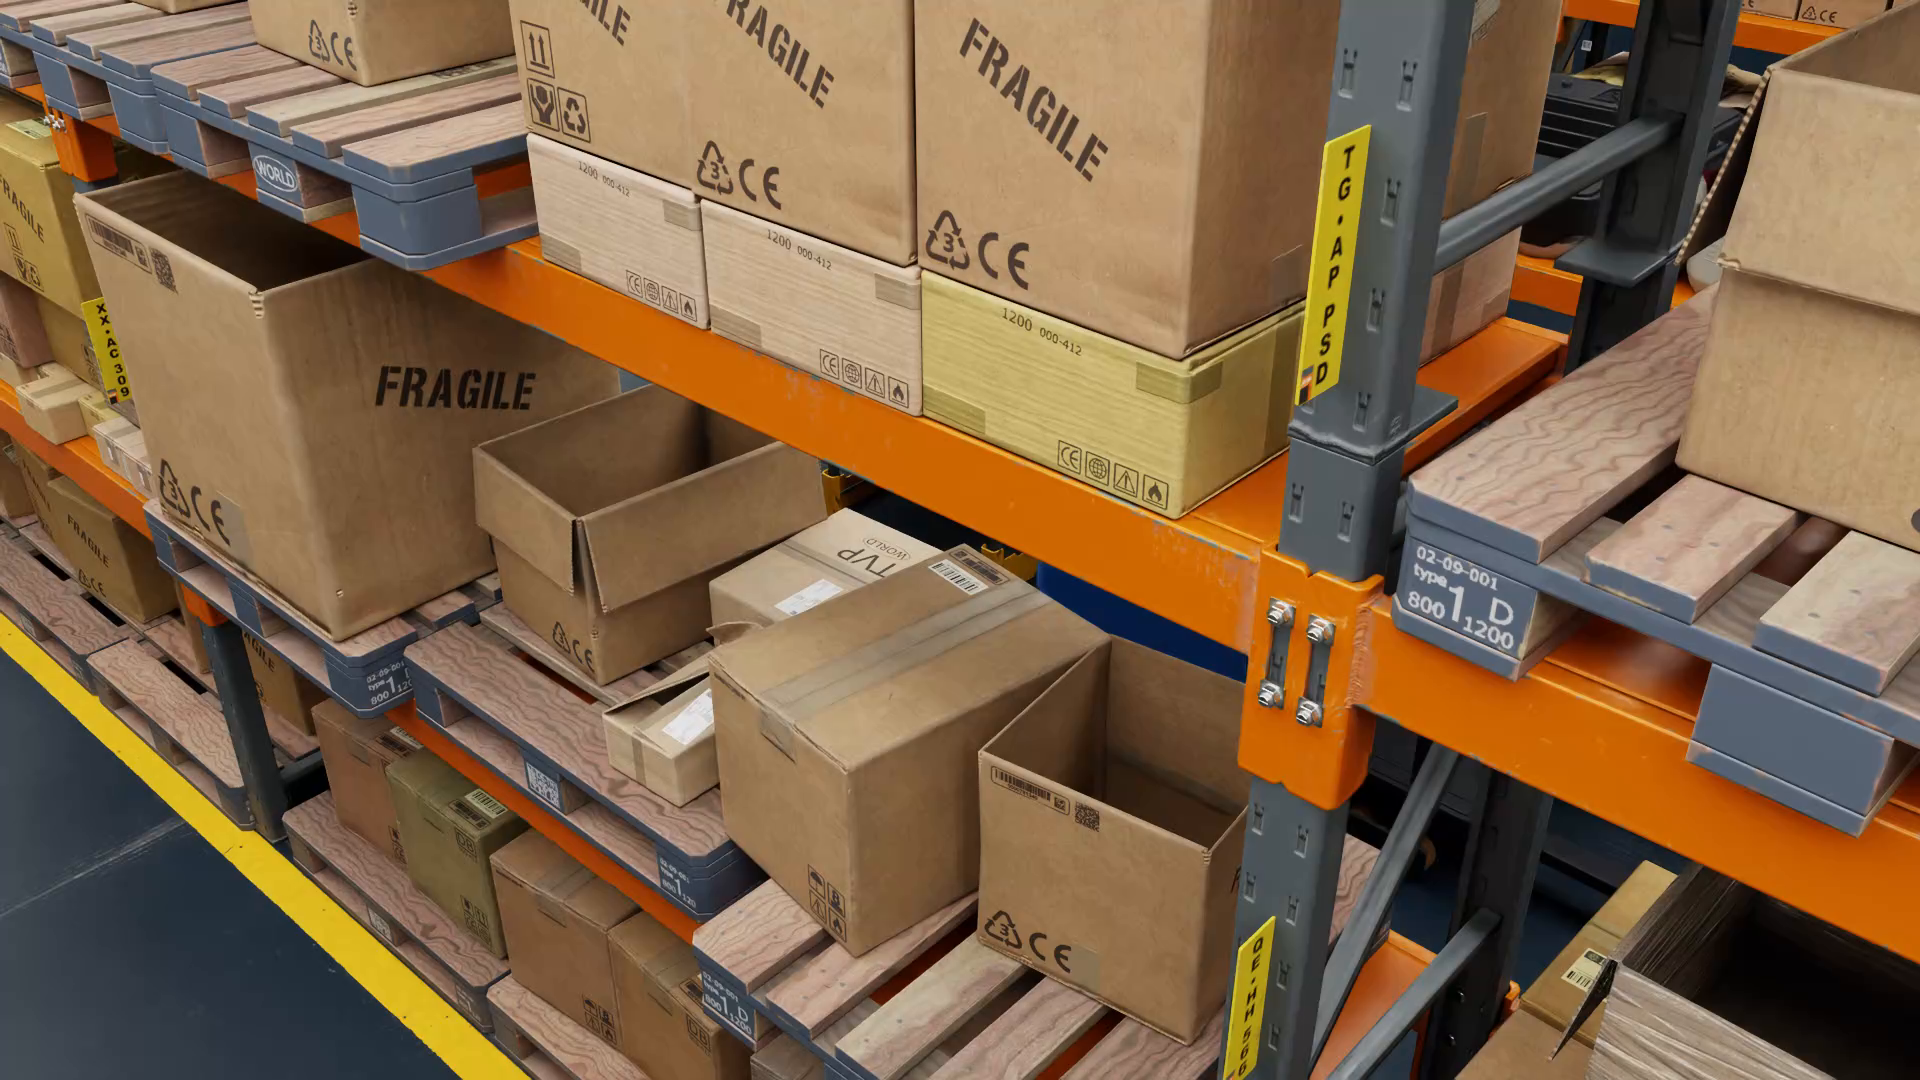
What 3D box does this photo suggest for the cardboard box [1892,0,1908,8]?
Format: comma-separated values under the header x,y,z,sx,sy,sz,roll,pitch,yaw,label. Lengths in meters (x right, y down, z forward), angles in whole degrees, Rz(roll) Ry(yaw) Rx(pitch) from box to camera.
x,y,z,sx,sy,sz,roll,pitch,yaw,label
6.202,-3.424,10.433,0.500,0.500,0.500,23,38,33,cardboard box

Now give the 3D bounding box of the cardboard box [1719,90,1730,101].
x,y,z,sx,sy,sz,roll,pitch,yaw,label
4.998,-3.020,11.573,0.500,0.311,0.500,25,39,35,cardboard box

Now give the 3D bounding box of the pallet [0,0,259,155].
x,y,z,sx,sy,sz,roll,pitch,yaw,label
-1.773,-1.355,4.366,1.003,0.211,1.213,25,39,35,pallet

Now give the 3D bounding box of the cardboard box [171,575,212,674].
x,y,z,sx,sy,sz,roll,pitch,yaw,label
-2.859,0.137,6.630,0.500,0.500,0.500,-16,35,-25,cardboard box

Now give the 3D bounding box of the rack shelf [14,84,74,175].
x,y,z,sx,sy,sz,roll,pitch,yaw,label
-3.642,-2.074,6.075,4.000,0.370,1.077,25,39,35,rack shelf

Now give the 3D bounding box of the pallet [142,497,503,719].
x,y,z,sx,sy,sz,roll,pitch,yaw,label
-1.690,-0.002,5.031,1.213,0.211,1.003,25,39,35,pallet

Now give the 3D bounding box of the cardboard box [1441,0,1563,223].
x,y,z,sx,sy,sz,roll,pitch,yaw,label
0.631,-0.823,2.719,0.500,0.500,0.500,25,39,36,cardboard box

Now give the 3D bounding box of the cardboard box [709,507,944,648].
x,y,z,sx,sy,sz,roll,pitch,yaw,label
-0.282,0.196,4.254,0.500,0.250,0.500,24,38,34,cardboard box

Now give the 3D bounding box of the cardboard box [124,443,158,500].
x,y,z,sx,sy,sz,roll,pitch,yaw,label
-2.516,-0.259,5.515,0.250,0.149,0.380,25,39,35,cardboard box

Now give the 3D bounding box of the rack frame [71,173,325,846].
x,y,z,sx,sy,sz,roll,pitch,yaw,label
-2.159,-0.405,5.514,0.127,3.000,1.000,25,39,35,rack frame

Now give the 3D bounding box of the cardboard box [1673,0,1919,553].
x,y,z,sx,sy,sz,roll,pitch,yaw,label
1.307,-0.346,2.001,0.797,0.503,0.637,-27,40,-37,cardboard box

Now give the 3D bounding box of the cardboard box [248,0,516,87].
x,y,z,sx,sy,sz,roll,pitch,yaw,label
-1.178,-1.388,3.731,0.637,0.503,0.797,27,40,37,cardboard box

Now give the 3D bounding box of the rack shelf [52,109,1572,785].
x,y,z,sx,sy,sz,roll,pitch,yaw,label
-0.676,-0.689,3.776,4.000,0.370,1.077,25,39,35,rack shelf

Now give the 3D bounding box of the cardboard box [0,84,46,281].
x,y,z,sx,sy,sz,roll,pitch,yaw,label
-3.049,-1.226,5.524,0.500,0.500,0.500,25,39,35,cardboard box

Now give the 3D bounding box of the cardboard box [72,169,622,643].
x,y,z,sx,sy,sz,roll,pitch,yaw,label
-1.664,-0.513,4.705,1.000,1.000,1.000,25,39,35,cardboard box

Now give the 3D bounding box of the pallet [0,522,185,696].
x,y,z,sx,sy,sz,roll,pitch,yaw,label
-3.590,0.149,7.298,1.213,0.211,1.003,25,39,35,pallet

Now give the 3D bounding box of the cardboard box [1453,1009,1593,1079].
x,y,z,sx,sy,sz,roll,pitch,yaw,label
0.984,1.209,2.736,0.500,0.500,0.500,26,40,36,cardboard box

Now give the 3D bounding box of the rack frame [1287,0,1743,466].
x,y,z,sx,sy,sz,roll,pitch,yaw,label
0.806,-1.590,1.667,0.127,3.000,1.000,25,39,35,rack frame

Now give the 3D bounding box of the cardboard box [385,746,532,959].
x,y,z,sx,sy,sz,roll,pitch,yaw,label
-1.377,0.871,5.392,0.500,0.500,0.700,25,39,35,cardboard box

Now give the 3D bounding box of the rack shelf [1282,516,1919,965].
x,y,z,sx,sy,sz,roll,pitch,yaw,label
2.289,0.695,1.476,4.000,0.370,1.077,25,39,35,rack shelf

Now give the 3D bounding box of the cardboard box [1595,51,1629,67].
x,y,z,sx,sy,sz,roll,pitch,yaw,label
4.984,-3.403,12.210,0.500,0.311,0.500,25,39,35,cardboard box

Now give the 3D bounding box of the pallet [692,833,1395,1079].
x,y,z,sx,sy,sz,roll,pitch,yaw,label
0.207,0.856,3.606,1.003,0.211,1.213,25,39,35,pallet

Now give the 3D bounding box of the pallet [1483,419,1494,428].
x,y,z,sx,sy,sz,roll,pitch,yaw,label
2.681,-0.425,8.251,1.213,0.211,1.003,25,39,35,pallet

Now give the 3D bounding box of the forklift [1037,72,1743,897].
x,y,z,sx,sy,sz,roll,pitch,yaw,label
1.709,-0.388,5.552,3.031,2.935,1.130,26,40,36,forklift

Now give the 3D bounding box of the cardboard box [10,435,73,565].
x,y,z,sx,sy,sz,roll,pitch,yaw,label
-3.756,-0.258,7.286,0.500,0.500,0.500,-25,39,-35,cardboard box

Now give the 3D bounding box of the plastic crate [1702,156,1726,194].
x,y,z,sx,sy,sz,roll,pitch,yaw,label
3.137,-1.618,7.467,0.583,0.464,0.402,25,39,35,plastic crate

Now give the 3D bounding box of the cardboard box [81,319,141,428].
x,y,z,sx,sy,sz,roll,pitch,yaw,label
-2.451,-0.754,5.709,0.500,0.500,0.875,25,39,35,cardboard box

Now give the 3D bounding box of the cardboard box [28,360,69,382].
x,y,z,sx,sy,sz,roll,pitch,yaw,label
-3.197,-0.639,6.147,0.250,0.149,0.380,25,39,35,cardboard box

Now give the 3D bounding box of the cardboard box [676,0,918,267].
x,y,z,sx,sy,sz,roll,pitch,yaw,label
-0.103,-0.805,2.689,0.500,0.500,0.500,25,39,35,cardboard box

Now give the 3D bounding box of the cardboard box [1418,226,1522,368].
x,y,z,sx,sy,sz,roll,pitch,yaw,label
0.629,-0.501,2.911,0.500,0.250,0.500,26,40,36,cardboard box

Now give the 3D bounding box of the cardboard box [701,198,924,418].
x,y,z,sx,sy,sz,roll,pitch,yaw,label
-0.088,-0.478,2.873,0.500,0.250,0.500,25,39,35,cardboard box

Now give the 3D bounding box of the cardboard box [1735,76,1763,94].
x,y,z,sx,sy,sz,roll,pitch,yaw,label
5.742,-3.052,11.626,0.500,0.311,0.500,25,39,35,cardboard box

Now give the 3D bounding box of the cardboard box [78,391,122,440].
x,y,z,sx,sy,sz,roll,pitch,yaw,label
-2.840,-0.459,5.847,0.250,0.149,0.380,25,39,35,cardboard box

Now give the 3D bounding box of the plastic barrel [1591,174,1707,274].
x,y,z,sx,sy,sz,roll,pitch,yaw,label
2.912,-1.382,7.029,0.421,0.512,0.421,0,31,0,plastic barrel

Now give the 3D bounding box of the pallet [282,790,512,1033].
x,y,z,sx,sy,sz,roll,pitch,yaw,label
-1.581,1.059,5.786,1.213,0.211,1.003,25,39,35,pallet

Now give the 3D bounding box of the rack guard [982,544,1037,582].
x,y,z,sx,sy,sz,roll,pitch,yaw,label
0.313,0.039,7.443,0.087,0.250,0.587,25,39,35,rack guard

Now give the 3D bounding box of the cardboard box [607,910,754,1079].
x,y,z,sx,sy,sz,roll,pitch,yaw,label
-0.548,1.257,4.750,0.700,0.500,0.500,-26,39,-36,cardboard box

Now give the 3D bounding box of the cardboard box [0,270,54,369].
x,y,z,sx,sy,sz,roll,pitch,yaw,label
-3.237,-1.075,6.242,0.500,0.500,0.875,25,39,35,cardboard box

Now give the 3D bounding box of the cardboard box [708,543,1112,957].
x,y,z,sx,sy,sz,roll,pitch,yaw,label
-0.102,0.430,3.622,0.700,0.500,0.500,-23,38,-33,cardboard box

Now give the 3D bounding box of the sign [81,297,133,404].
x,y,z,sx,sy,sz,roll,pitch,yaw,label
-2.518,-0.565,4.941,0.005,0.325,0.100,25,39,35,sign

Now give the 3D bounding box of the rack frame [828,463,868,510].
x,y,z,sx,sy,sz,roll,pitch,yaw,label
-0.440,-0.848,7.704,0.032,1.500,0.500,25,39,35,rack frame

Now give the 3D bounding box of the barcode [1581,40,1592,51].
x,y,z,sx,sy,sz,roll,pitch,yaw,label
4.401,-3.473,11.677,0.075,0.075,0.001,25,39,35,barcode

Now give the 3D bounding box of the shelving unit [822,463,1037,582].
x,y,z,sx,sy,sz,roll,pitch,yaw,label
-0.057,-0.669,7.407,1.083,1.500,0.587,25,39,35,shelving unit

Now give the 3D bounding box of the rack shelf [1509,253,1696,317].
x,y,z,sx,sy,sz,roll,pitch,yaw,label
2.647,-1.298,7.696,4.000,0.370,1.077,25,39,35,rack shelf

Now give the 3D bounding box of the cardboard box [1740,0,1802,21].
x,y,z,sx,sy,sz,roll,pitch,yaw,label
5.440,-3.780,11.024,0.500,0.500,0.500,-26,40,-36,cardboard box
